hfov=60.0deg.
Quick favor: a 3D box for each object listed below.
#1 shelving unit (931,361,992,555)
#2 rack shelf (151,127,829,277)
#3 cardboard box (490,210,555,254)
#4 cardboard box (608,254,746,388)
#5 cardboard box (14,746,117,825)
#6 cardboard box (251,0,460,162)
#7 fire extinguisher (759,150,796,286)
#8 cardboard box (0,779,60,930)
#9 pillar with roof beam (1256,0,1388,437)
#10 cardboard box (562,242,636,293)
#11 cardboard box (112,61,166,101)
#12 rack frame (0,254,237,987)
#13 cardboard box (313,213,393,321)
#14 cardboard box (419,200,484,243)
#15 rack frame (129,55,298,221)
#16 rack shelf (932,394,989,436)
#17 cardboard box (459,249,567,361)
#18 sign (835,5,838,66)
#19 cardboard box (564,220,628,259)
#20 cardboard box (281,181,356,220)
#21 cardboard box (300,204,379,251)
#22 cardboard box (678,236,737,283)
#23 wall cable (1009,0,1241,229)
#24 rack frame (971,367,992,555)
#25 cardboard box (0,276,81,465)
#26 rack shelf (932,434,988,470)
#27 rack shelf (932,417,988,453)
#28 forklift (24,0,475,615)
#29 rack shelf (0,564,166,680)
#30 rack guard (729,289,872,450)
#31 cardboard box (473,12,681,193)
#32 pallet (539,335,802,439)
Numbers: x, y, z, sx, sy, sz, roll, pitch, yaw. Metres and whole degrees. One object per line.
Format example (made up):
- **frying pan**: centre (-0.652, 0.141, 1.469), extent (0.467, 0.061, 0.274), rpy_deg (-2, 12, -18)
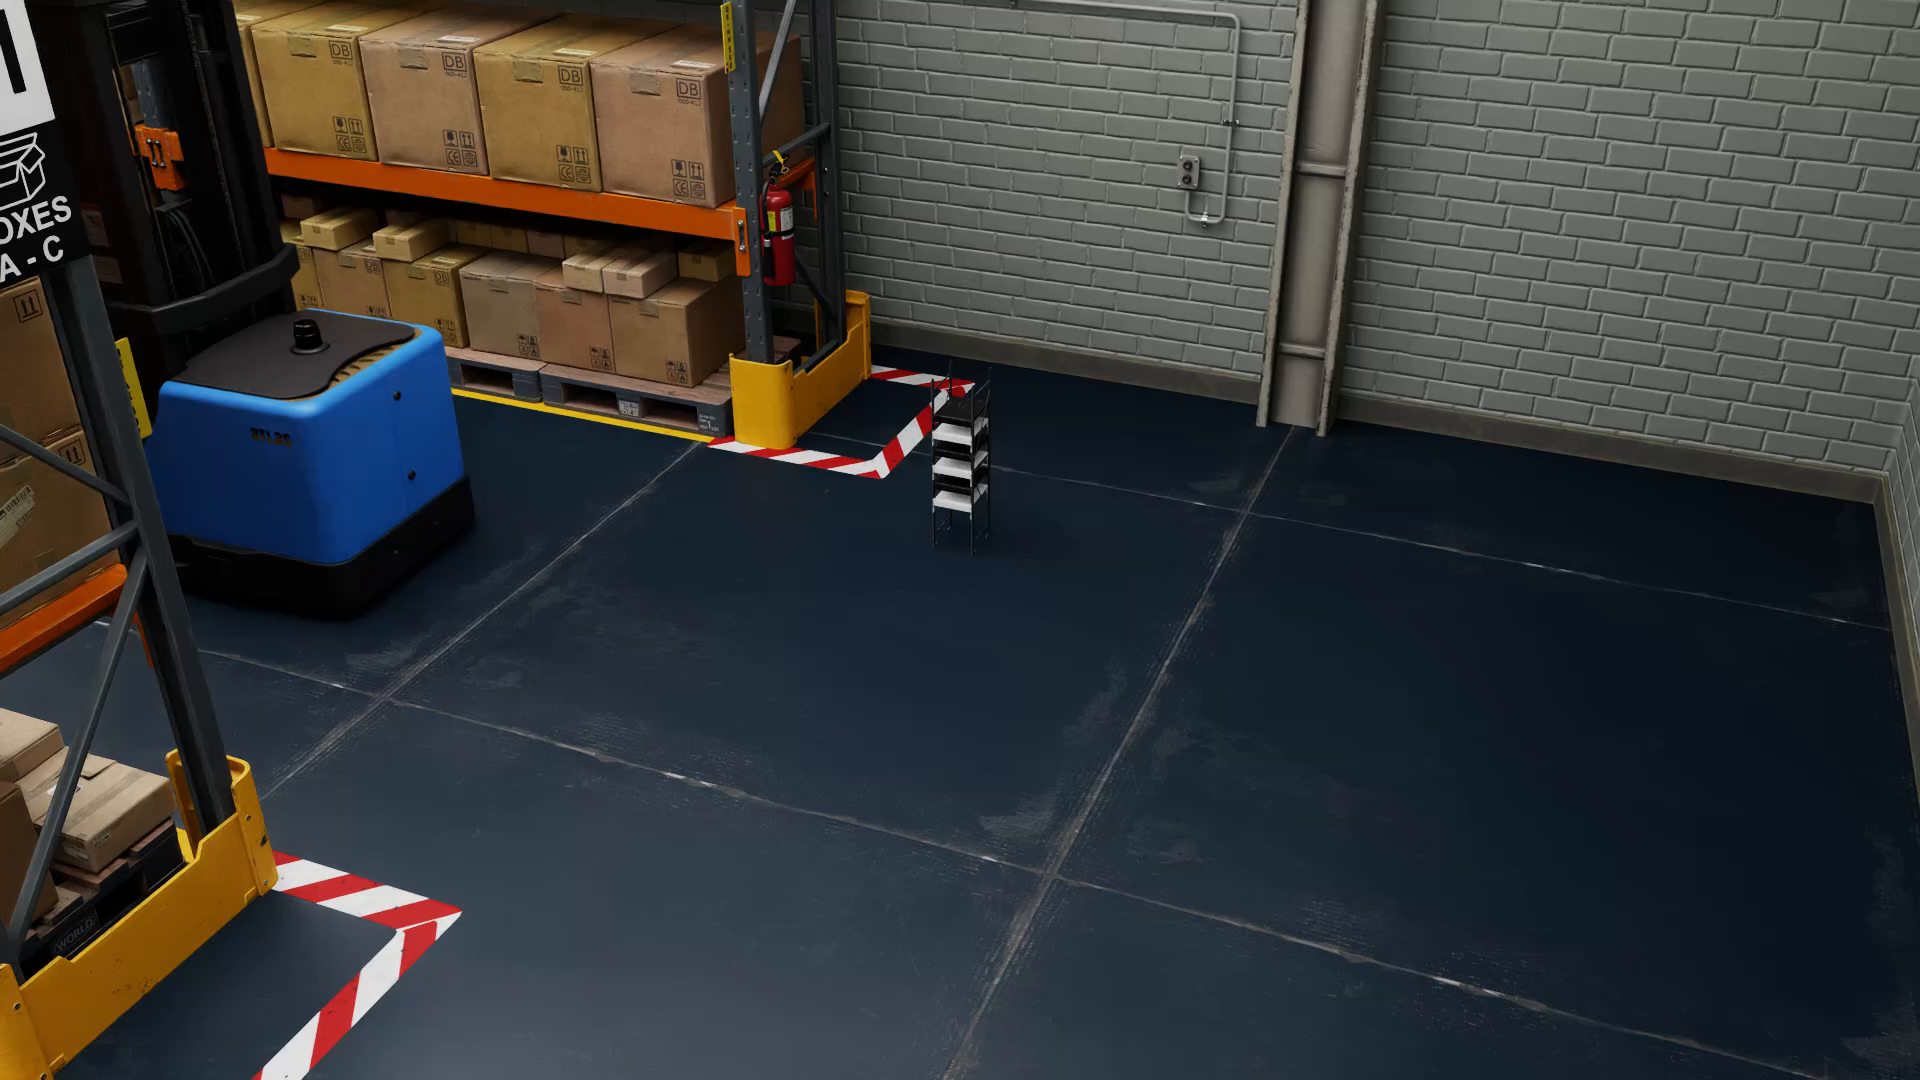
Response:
- **shelving unit**: centre (0.008, -0.390, 8.026), extent (0.210, 0.900, 0.258), rpy_deg (11, 31, 19)
- **rack shelf**: centre (-2.767, -2.149, 9.734), extent (4.000, 0.370, 1.077), rpy_deg (11, 31, 19)
- **cardboard box**: centre (-2.584, -1.854, 9.937), extent (0.250, 0.149, 0.380), rpy_deg (12, 31, 20)
- **cardboard box**: centre (-1.600, -1.270, 9.562), extent (0.500, 0.500, 0.700), rpy_deg (11, 31, 19)
- **cardboard box**: centre (-3.263, 0.929, 5.990), extent (0.250, 0.166, 0.380), rpy_deg (11, 31, 19)
- **cardboard box**: centre (-3.449, -2.717, 9.704), extent (0.700, 0.700, 0.980), rpy_deg (10, 31, 18)
- **fire extinguisher**: centre (-0.947, -1.657, 8.591), extent (0.183, 0.674, 0.296), rpy_deg (11, 31, 19)
- **cardboard box**: centre (-3.369, 1.076, 5.391), extent (0.500, 0.500, 0.500), rpy_deg (11, 31, 19)
- **pillar with roof beam**: centre (0.295, -2.635, 3.767), extent (0.400, 9.000, 9.100), rpy_deg (11, 31, 19)
- **cardboard box**: centre (-2.025, -1.540, 9.381), extent (0.250, 0.149, 0.380), rpy_deg (12, 32, 20)
- **cardboard box**: centre (-5.143, -2.984, 10.057), extent (0.500, 0.500, 0.500), rpy_deg (11, 31, 18)
- **rack frame**: centre (-2.773, 0.168, 4.905), extent (0.127, 3.000, 1.000), rpy_deg (11, 31, 19)
- **cardboard box**: centre (-3.502, -1.647, 10.229), extent (0.500, 0.500, 0.700), rpy_deg (11, 31, 19)
- **cardboard box**: centre (-3.058, -1.949, 10.104), extent (0.250, 0.149, 0.380), rpy_deg (12, 31, 20)
- **rack frame**: centre (-4.620, -2.832, 10.212), extent (0.127, 3.000, 1.000), rpy_deg (11, 31, 19)
- **rack shelf**: centre (0.008, -0.596, 7.909), extent (0.200, 0.077, 0.258), rpy_deg (11, 31, 19)
- **cardboard box**: centre (-2.530, -1.456, 9.890), extent (0.500, 0.500, 0.700), rpy_deg (10, 31, 17)
- **sign**: centre (-0.699, -2.755, 9.116), extent (0.005, 0.325, 0.100), rpy_deg (11, 31, 19)
- **cardboard box**: centre (-2.110, -1.761, 9.771), extent (0.250, 0.149, 0.380), rpy_deg (12, 31, 20)
- **cardboard box**: centre (-4.025, -2.141, 10.444), extent (0.250, 0.149, 0.380), rpy_deg (11, 31, 19)
- **cardboard box**: centre (-3.717, -1.877, 9.977), extent (0.250, 0.149, 0.380), rpy_deg (12, 32, 21)
- **cardboard box**: centre (-1.409, -1.621, 9.523), extent (0.250, 0.149, 0.380), rpy_deg (12, 31, 19)
- **wall cable**: centre (0.628, -2.728, 8.996), extent (1.851, 1.984, 0.084), rpy_deg (11, 31, 19)
- **rack frame**: centre (0.102, -0.371, 7.993), extent (0.006, 0.900, 0.240), rpy_deg (11, 31, 19)
- **cardboard box**: centre (-3.085, -0.513, 4.992), extent (0.500, 0.500, 0.500), rpy_deg (12, 32, 21)
- **rack shelf**: centre (0.008, -0.440, 7.998), extent (0.200, 0.077, 0.258), rpy_deg (11, 31, 19)
- **rack shelf**: centre (0.008, -0.518, 7.954), extent (0.200, 0.077, 0.258), rpy_deg (11, 31, 19)
- **forklift**: centre (-3.996, -1.374, 7.702), extent (3.031, 2.935, 1.130), rpy_deg (10, 31, 18)
- **rack shelf**: centre (-4.626, 0.111, 5.737), extent (4.000, 0.370, 1.077), rpy_deg (11, 31, 19)
- **rack guard**: centre (-0.891, -0.999, 9.509), extent (0.348, 0.500, 1.175), rpy_deg (11, 31, 19)
- **cardboard box**: centre (-2.068, -2.442, 9.216), extent (0.700, 0.700, 0.980), rpy_deg (11, 31, 19)
- **pallet**: centre (-1.684, -0.990, 9.787), extent (1.213, 0.211, 1.003), rpy_deg (11, 31, 19)
